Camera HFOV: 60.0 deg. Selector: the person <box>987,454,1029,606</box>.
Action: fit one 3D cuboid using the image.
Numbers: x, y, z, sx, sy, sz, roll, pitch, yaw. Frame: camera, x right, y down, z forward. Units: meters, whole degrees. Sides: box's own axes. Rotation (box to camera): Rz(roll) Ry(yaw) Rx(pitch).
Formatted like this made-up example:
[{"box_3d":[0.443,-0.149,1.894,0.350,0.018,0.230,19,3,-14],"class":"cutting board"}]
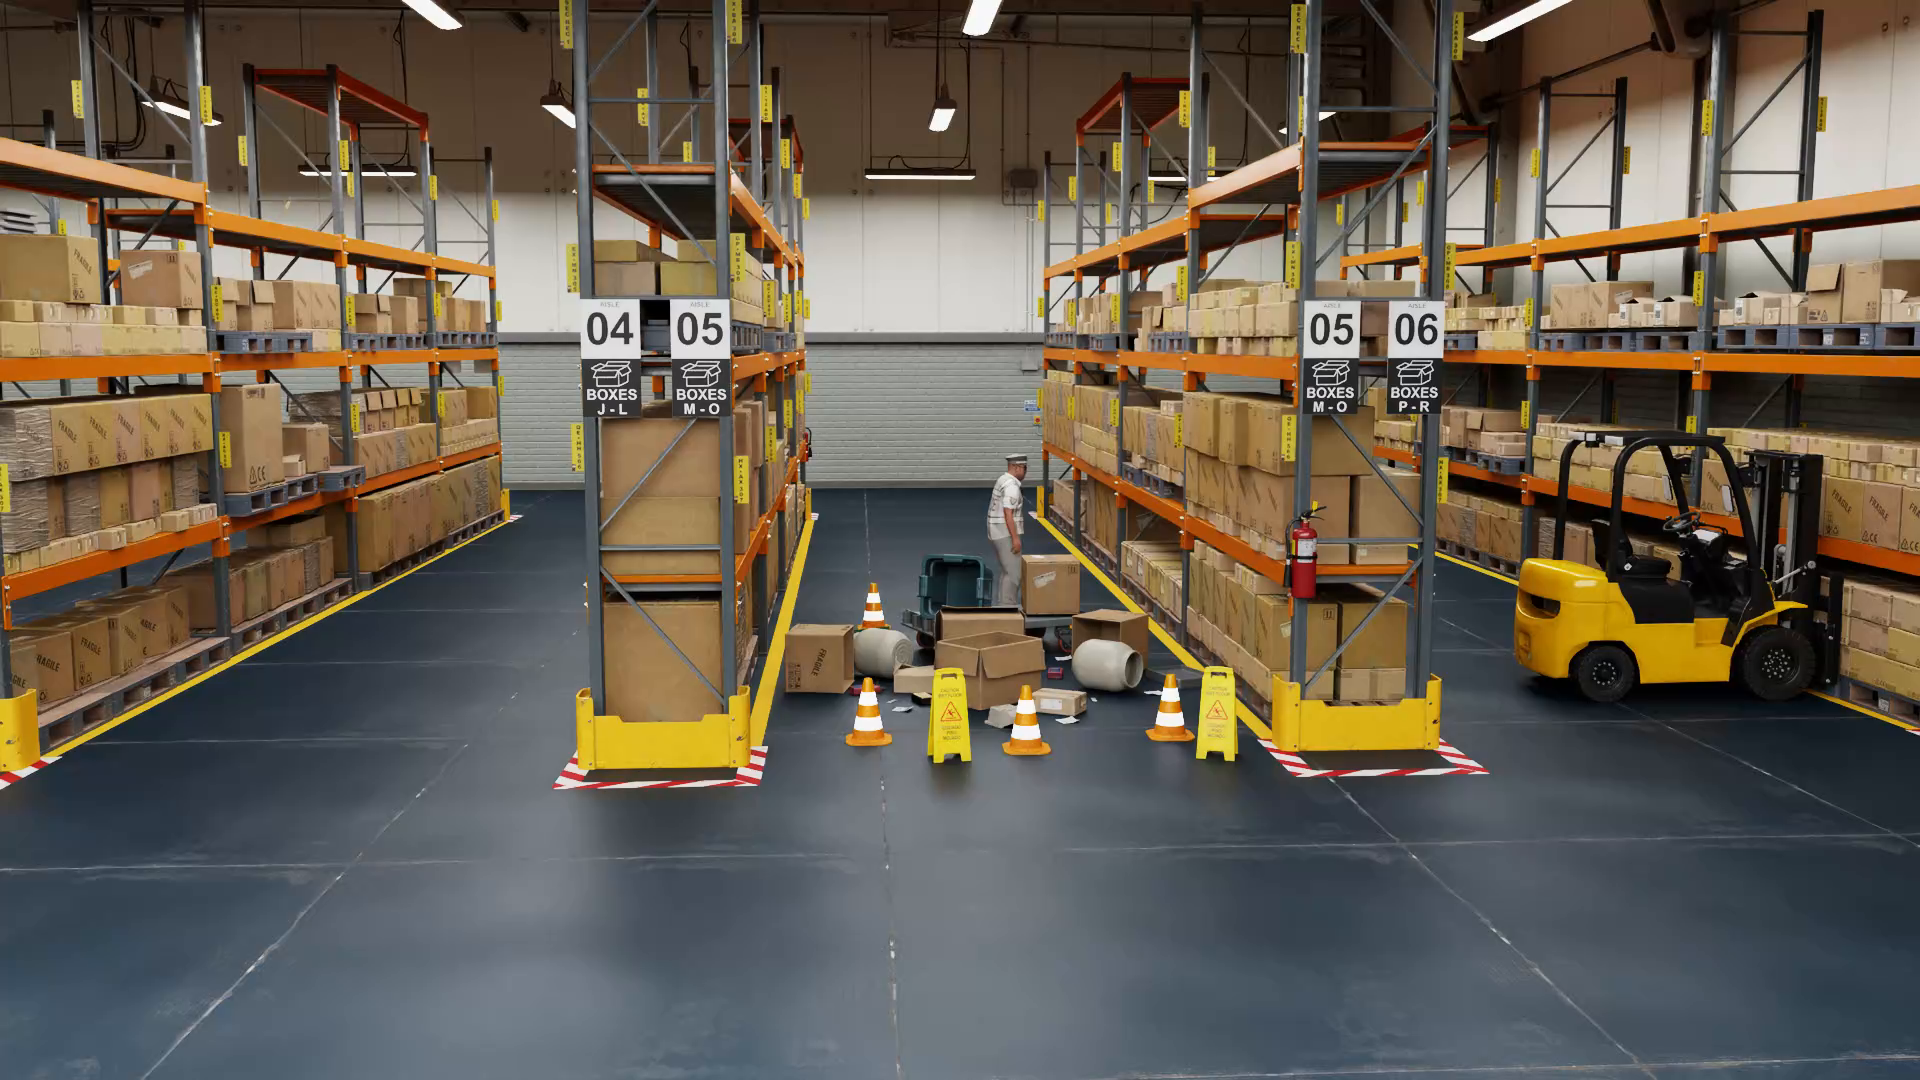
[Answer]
[{"box_3d":[0.512,-0.031,17.465,0.435,1.748,0.590,-1,7,-4],"class":"person"}]
